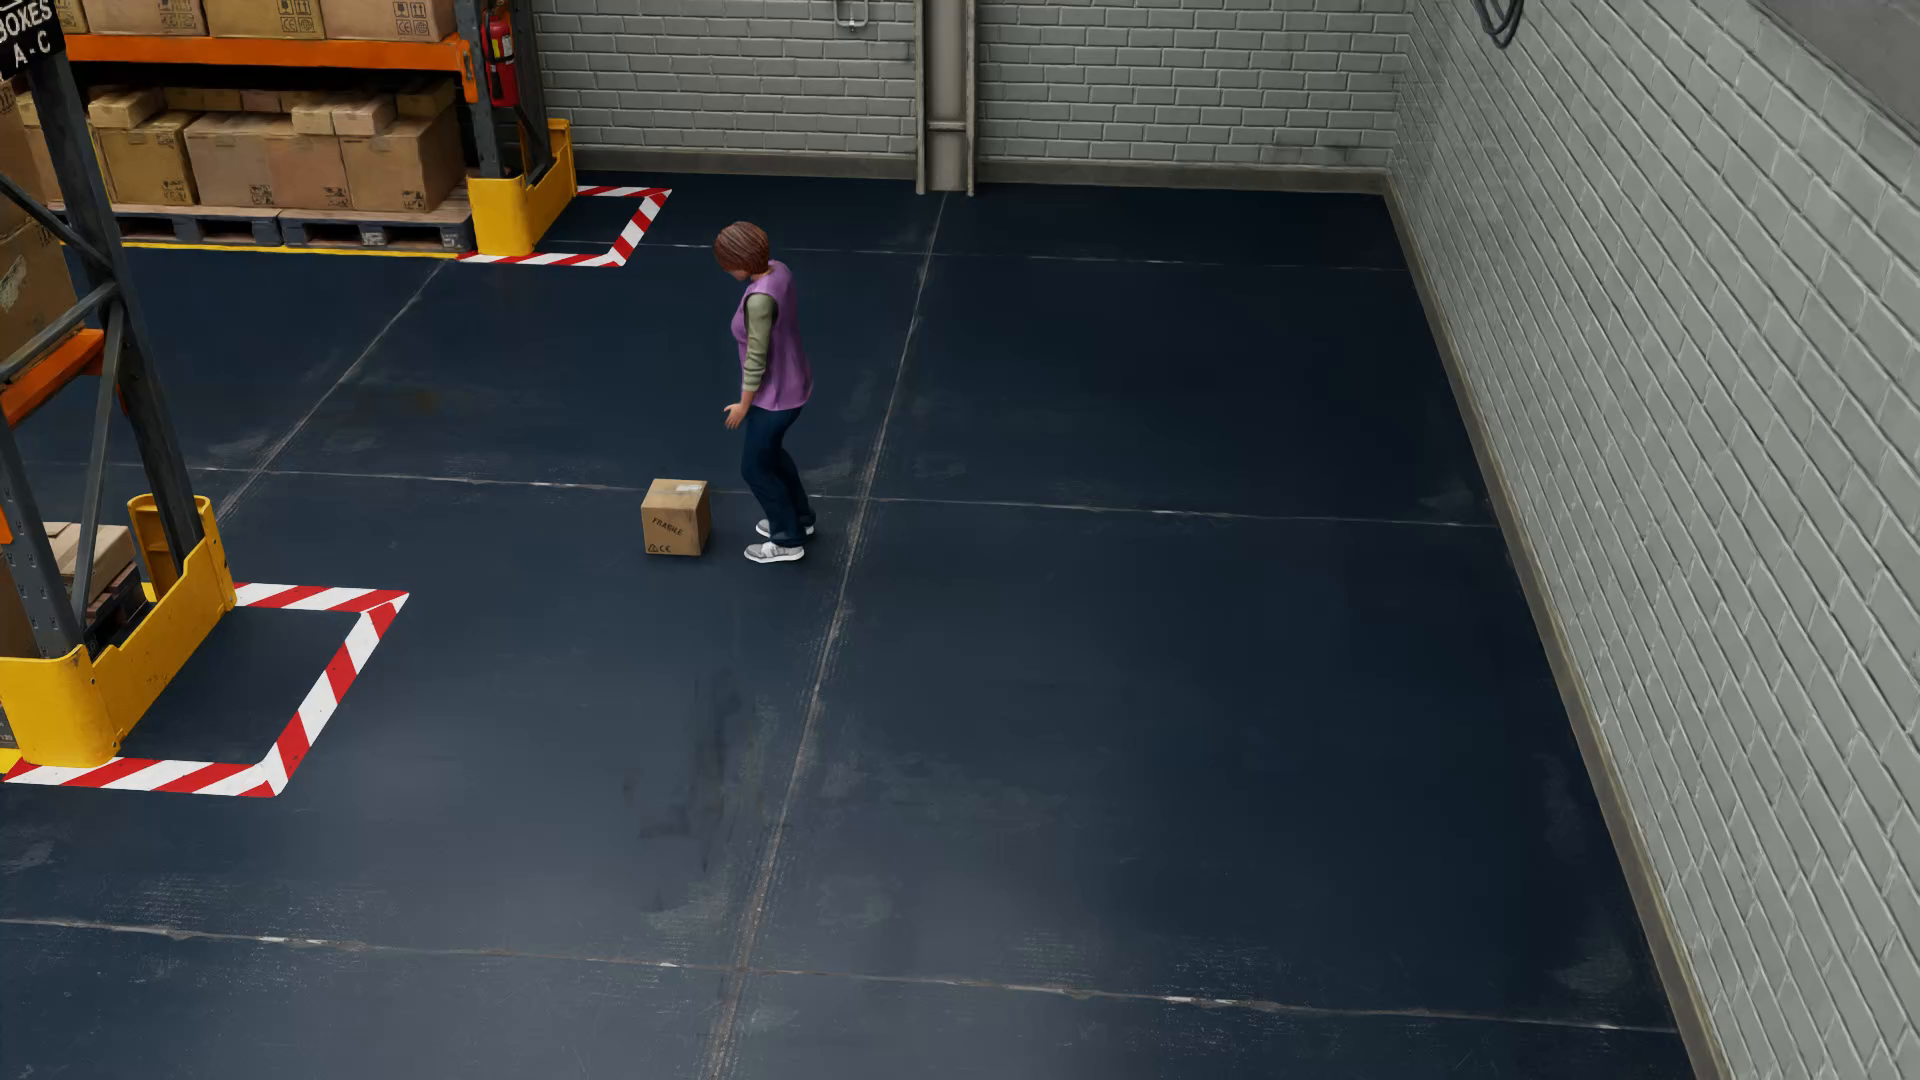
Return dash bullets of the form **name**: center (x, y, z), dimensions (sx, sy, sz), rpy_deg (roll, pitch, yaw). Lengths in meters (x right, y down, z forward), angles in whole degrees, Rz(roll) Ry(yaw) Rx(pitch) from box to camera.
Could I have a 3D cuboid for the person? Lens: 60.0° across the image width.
- **person**: center (-0.821, -0.617, 7.156), dimensions (0.368, 1.567, 0.423), rpy_deg (3, 33, 5)
